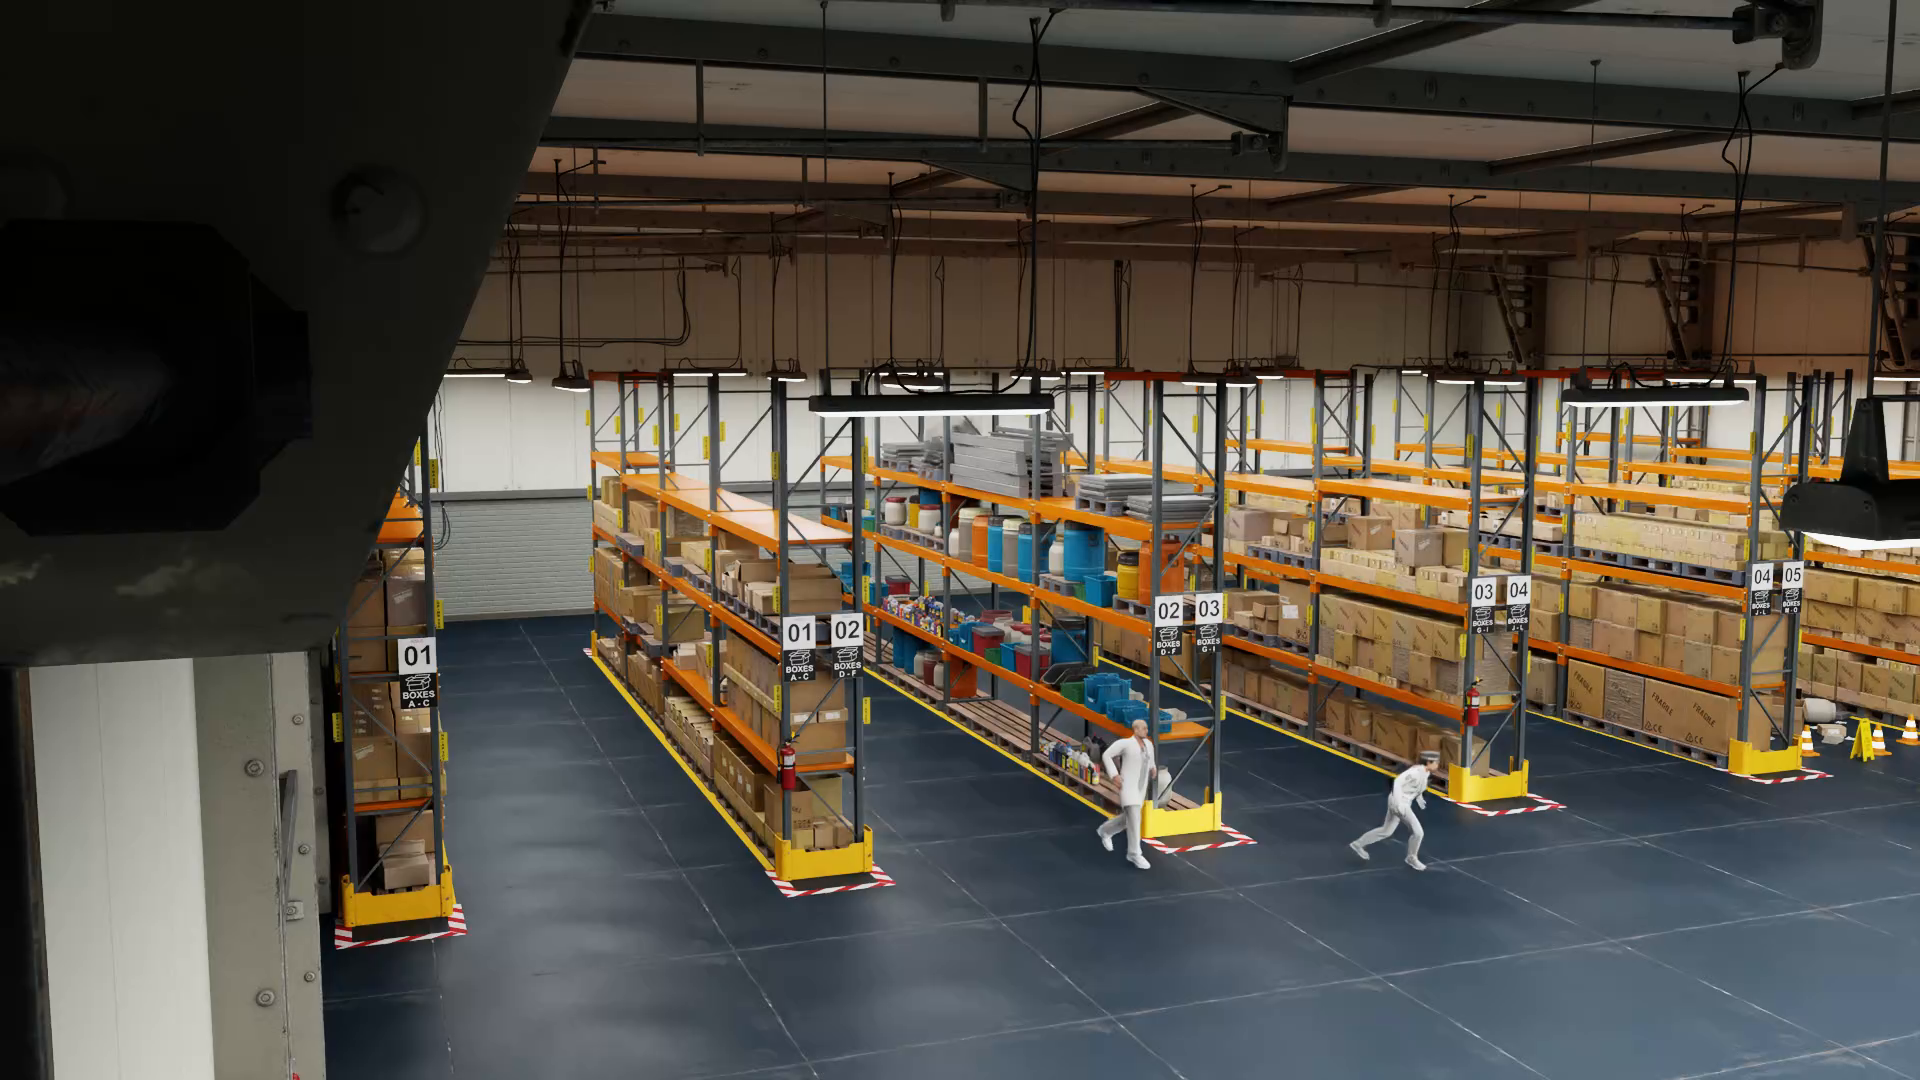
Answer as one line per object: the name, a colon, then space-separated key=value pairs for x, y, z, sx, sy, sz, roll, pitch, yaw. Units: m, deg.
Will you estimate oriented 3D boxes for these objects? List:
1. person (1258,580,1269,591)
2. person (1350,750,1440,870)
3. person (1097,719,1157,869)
person: x=7.551 y=0.932 z=41.367 sx=0.525 sy=1.612 sz=0.655 roll=5 pitch=8 yaw=36
person: x=5.391 y=3.313 z=20.606 sx=1.055 sy=1.513 sz=0.623 roll=3 pitch=7 yaw=23
person: x=2.176 y=3.126 z=20.921 sx=0.736 sy=1.759 sz=1.011 roll=-6 pitch=8 yaw=-41
